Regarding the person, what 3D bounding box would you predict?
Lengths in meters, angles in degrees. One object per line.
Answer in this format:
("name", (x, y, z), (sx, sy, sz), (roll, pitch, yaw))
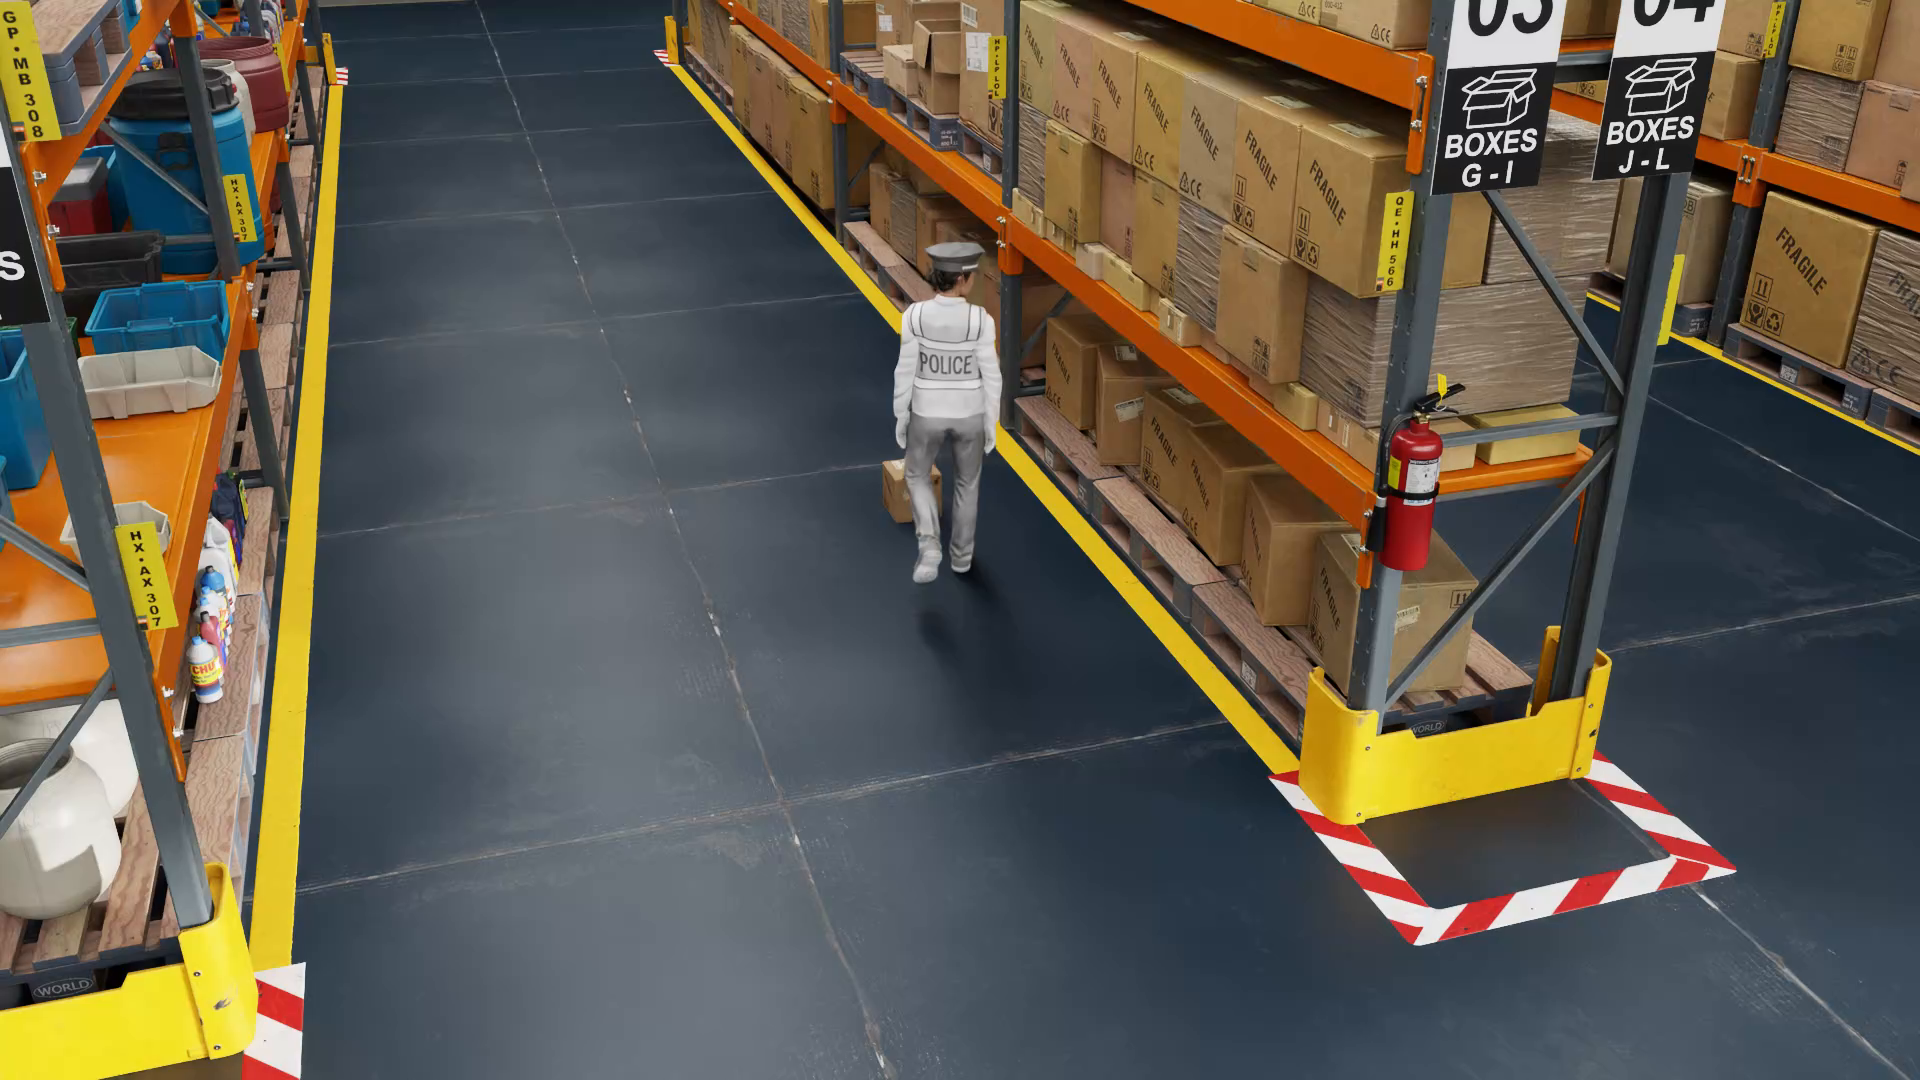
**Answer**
("person", (-0.056, -0.566, 7.705), (0.504, 1.649, 0.629), (1, 27, 2))
